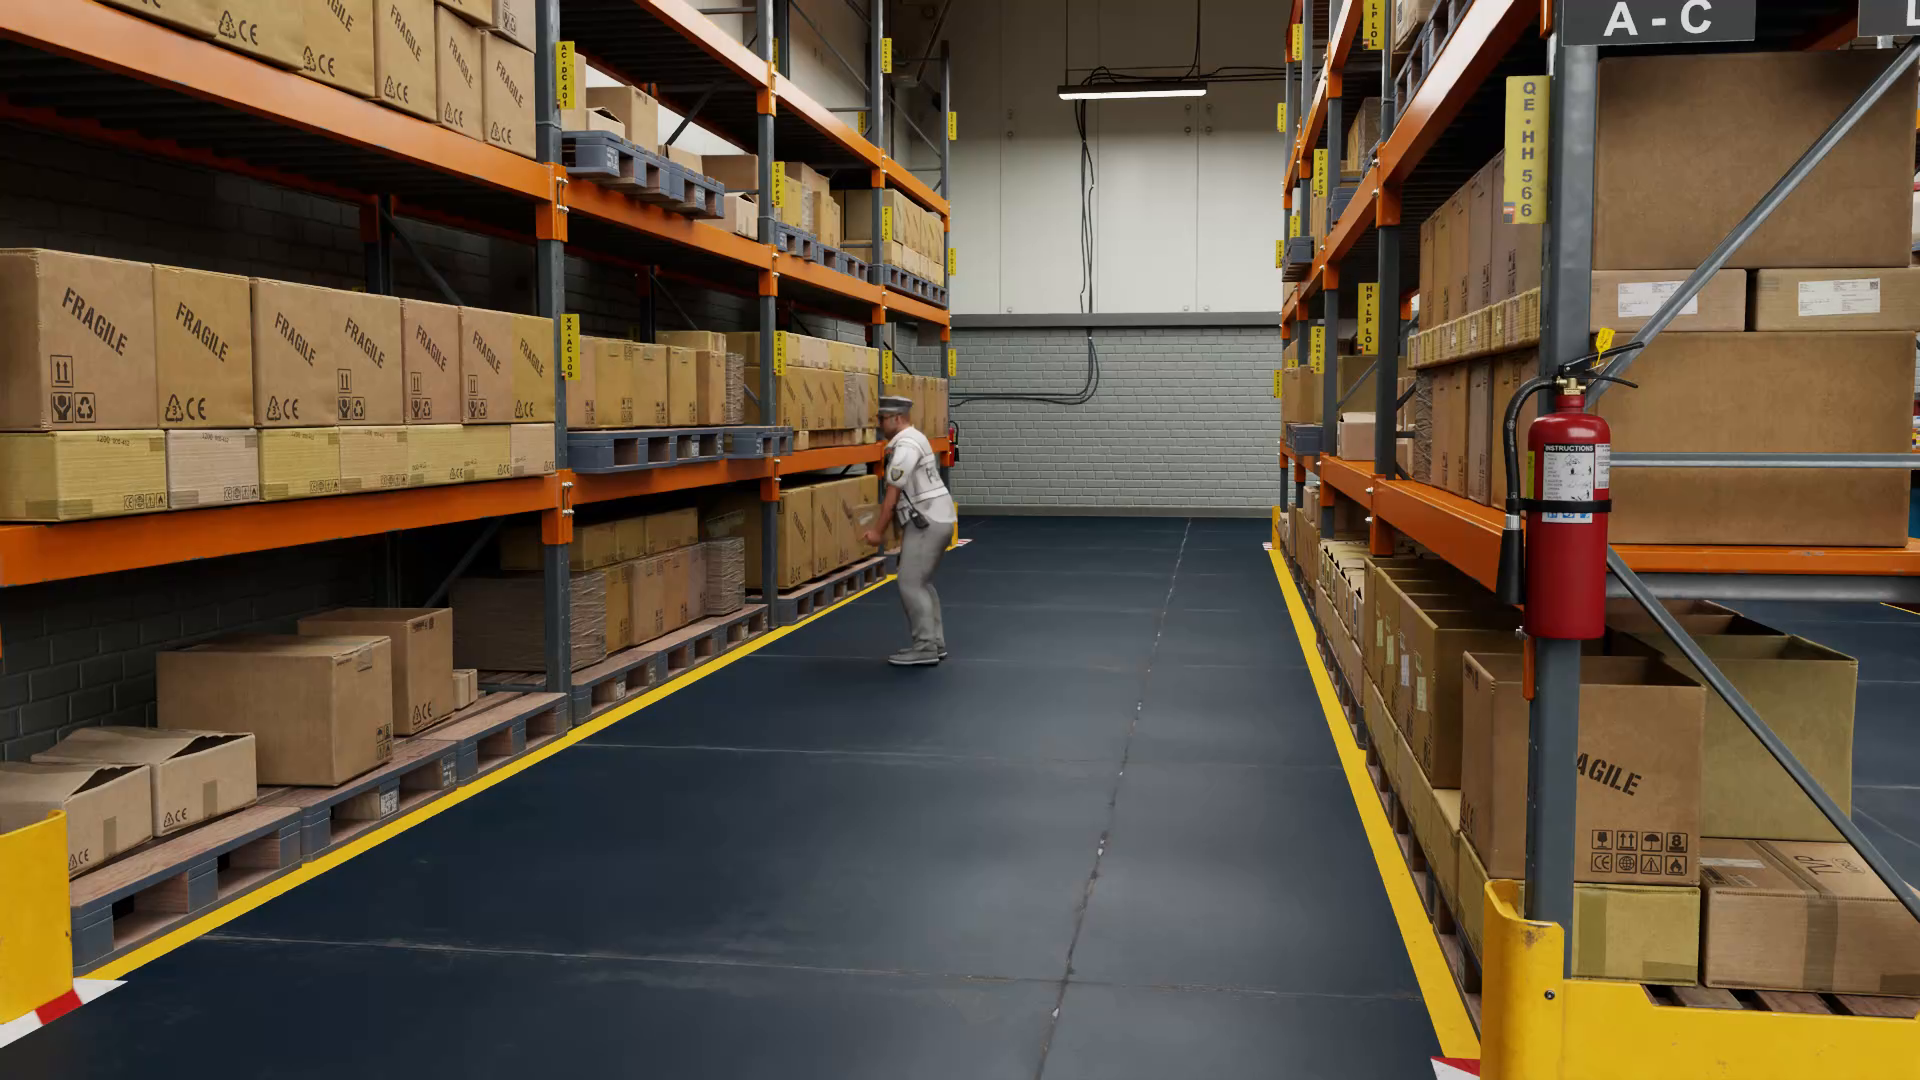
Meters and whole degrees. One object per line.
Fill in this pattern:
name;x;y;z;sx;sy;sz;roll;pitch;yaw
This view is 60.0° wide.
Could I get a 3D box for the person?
person;-0.326;-0.065;10.700;0.607;1.720;0.483;1;4;8
